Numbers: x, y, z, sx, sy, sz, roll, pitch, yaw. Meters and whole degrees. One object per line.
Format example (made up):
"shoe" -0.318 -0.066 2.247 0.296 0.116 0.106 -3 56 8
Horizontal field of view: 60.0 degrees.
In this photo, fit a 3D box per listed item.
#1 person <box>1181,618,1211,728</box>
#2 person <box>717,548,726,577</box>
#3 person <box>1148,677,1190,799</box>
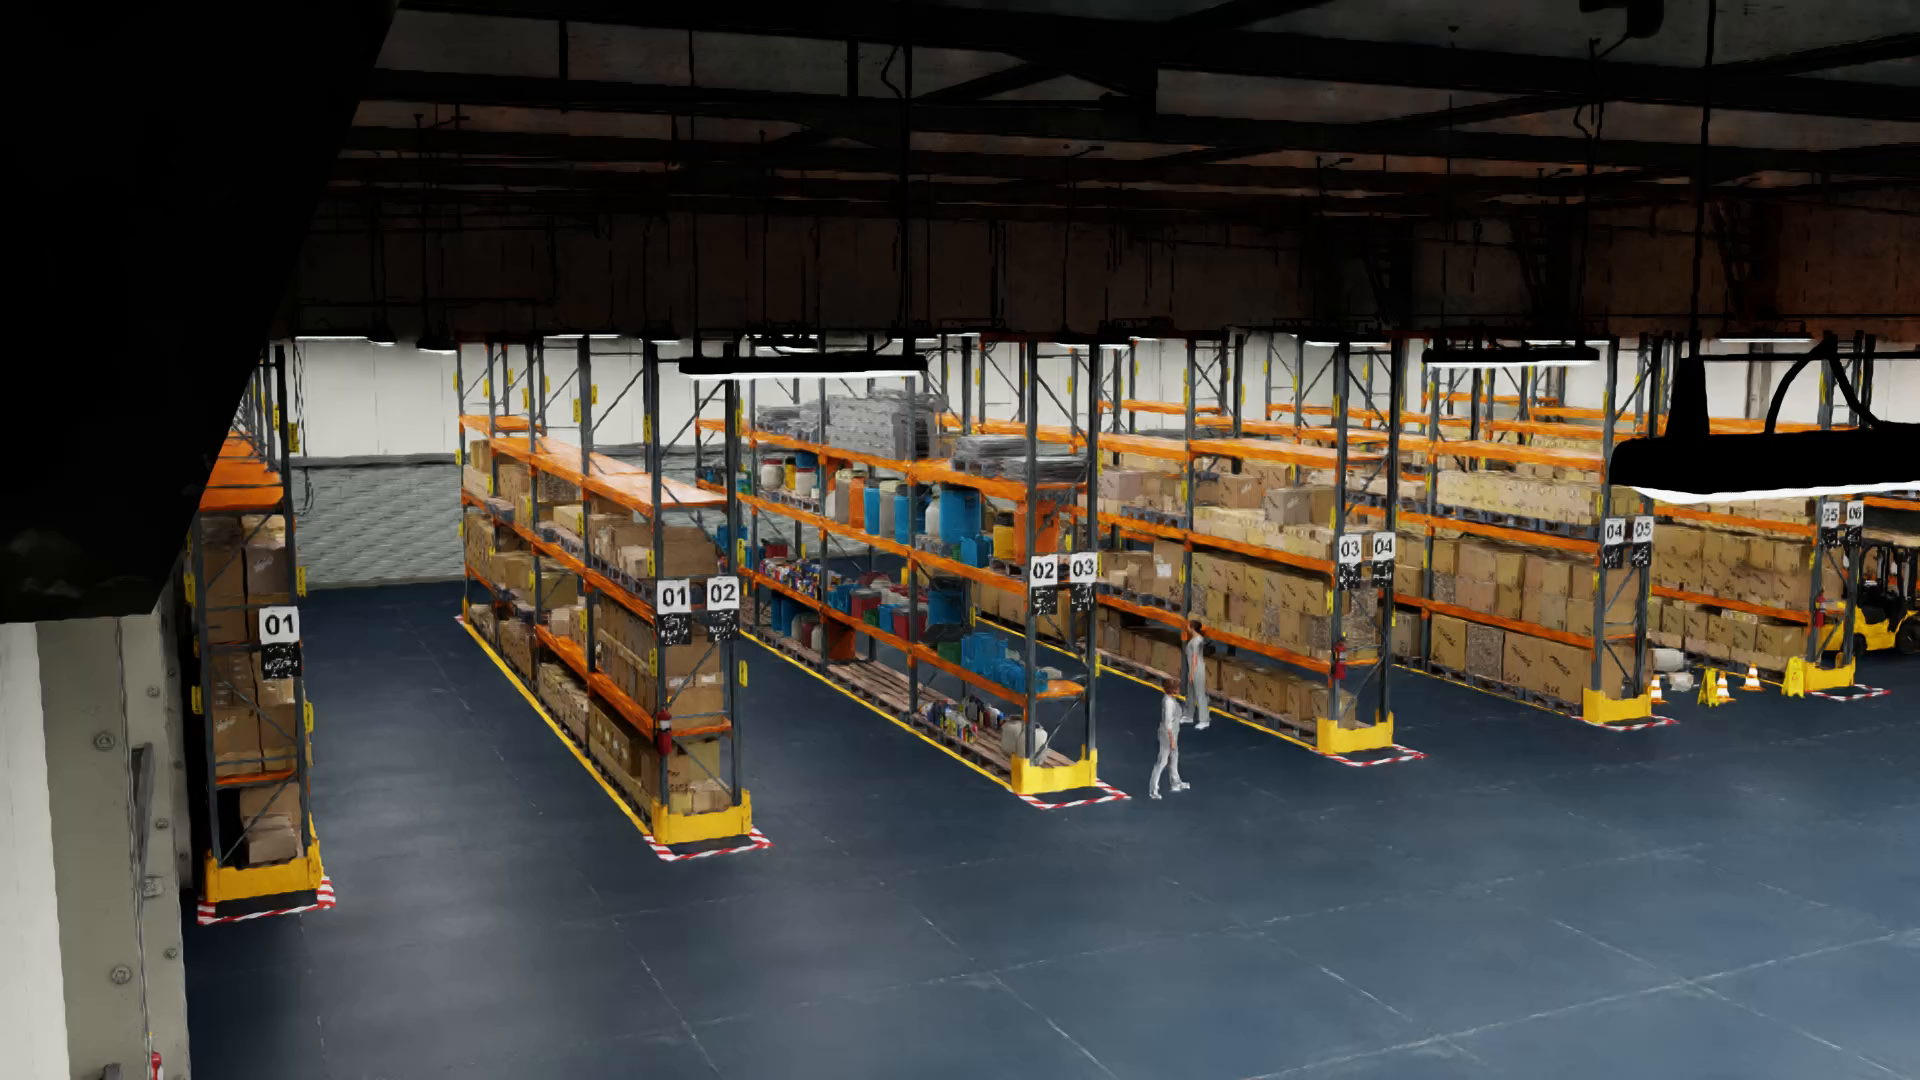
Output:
"person" 3.601 2.033 25.699 0.564 1.666 0.563 1 8 5
"person" -4.918 0.954 33.978 0.534 1.589 0.521 0 8 -3
"person" 2.773 2.584 21.955 0.528 1.588 0.638 2 8 11
